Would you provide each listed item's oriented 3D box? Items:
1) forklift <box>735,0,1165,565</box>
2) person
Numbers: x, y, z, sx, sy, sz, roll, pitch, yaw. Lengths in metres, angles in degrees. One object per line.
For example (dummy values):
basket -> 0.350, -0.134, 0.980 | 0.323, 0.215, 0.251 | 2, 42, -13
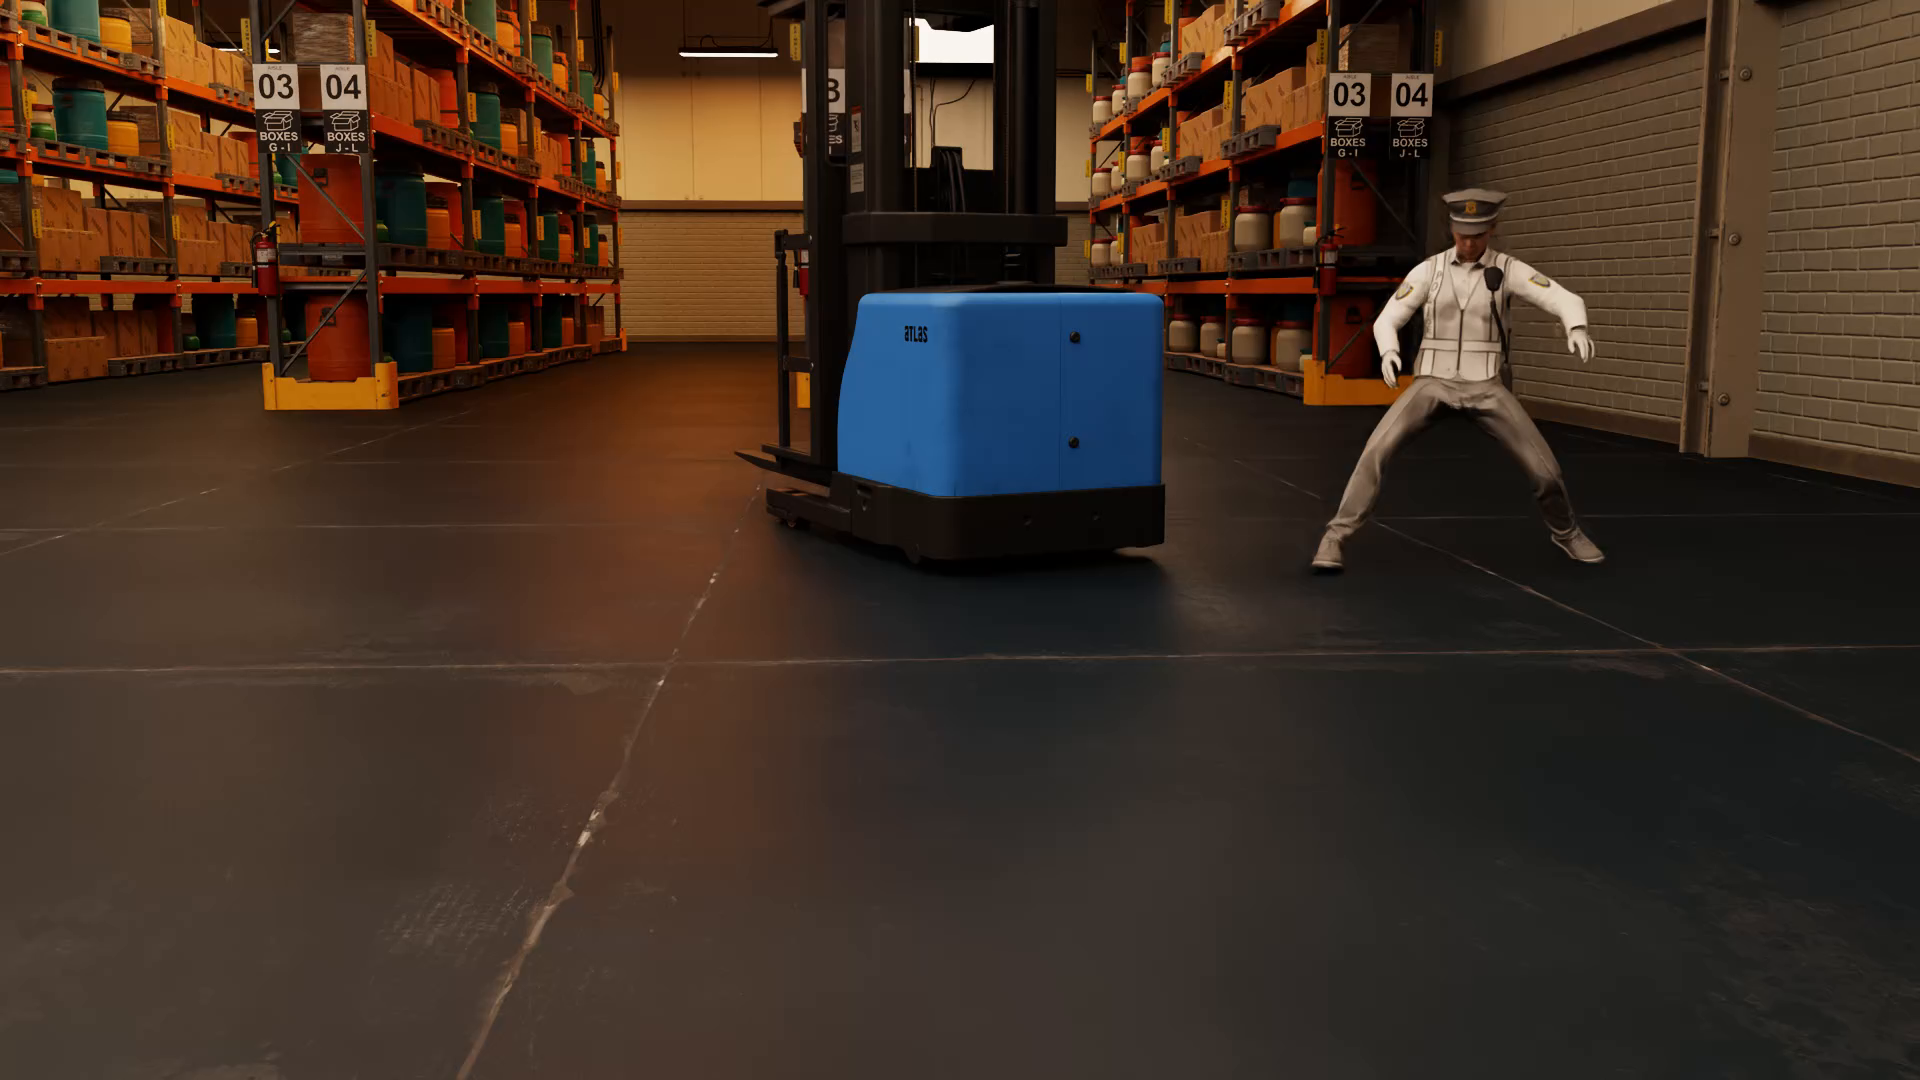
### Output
forklift -> -0.264, -1.530, 7.637 | 1.130, 2.935, 3.031 | -4, 9, -25
person -> 2.007, -0.621, 6.532 | 1.066, 1.496, 0.964 | 3, 9, 21
